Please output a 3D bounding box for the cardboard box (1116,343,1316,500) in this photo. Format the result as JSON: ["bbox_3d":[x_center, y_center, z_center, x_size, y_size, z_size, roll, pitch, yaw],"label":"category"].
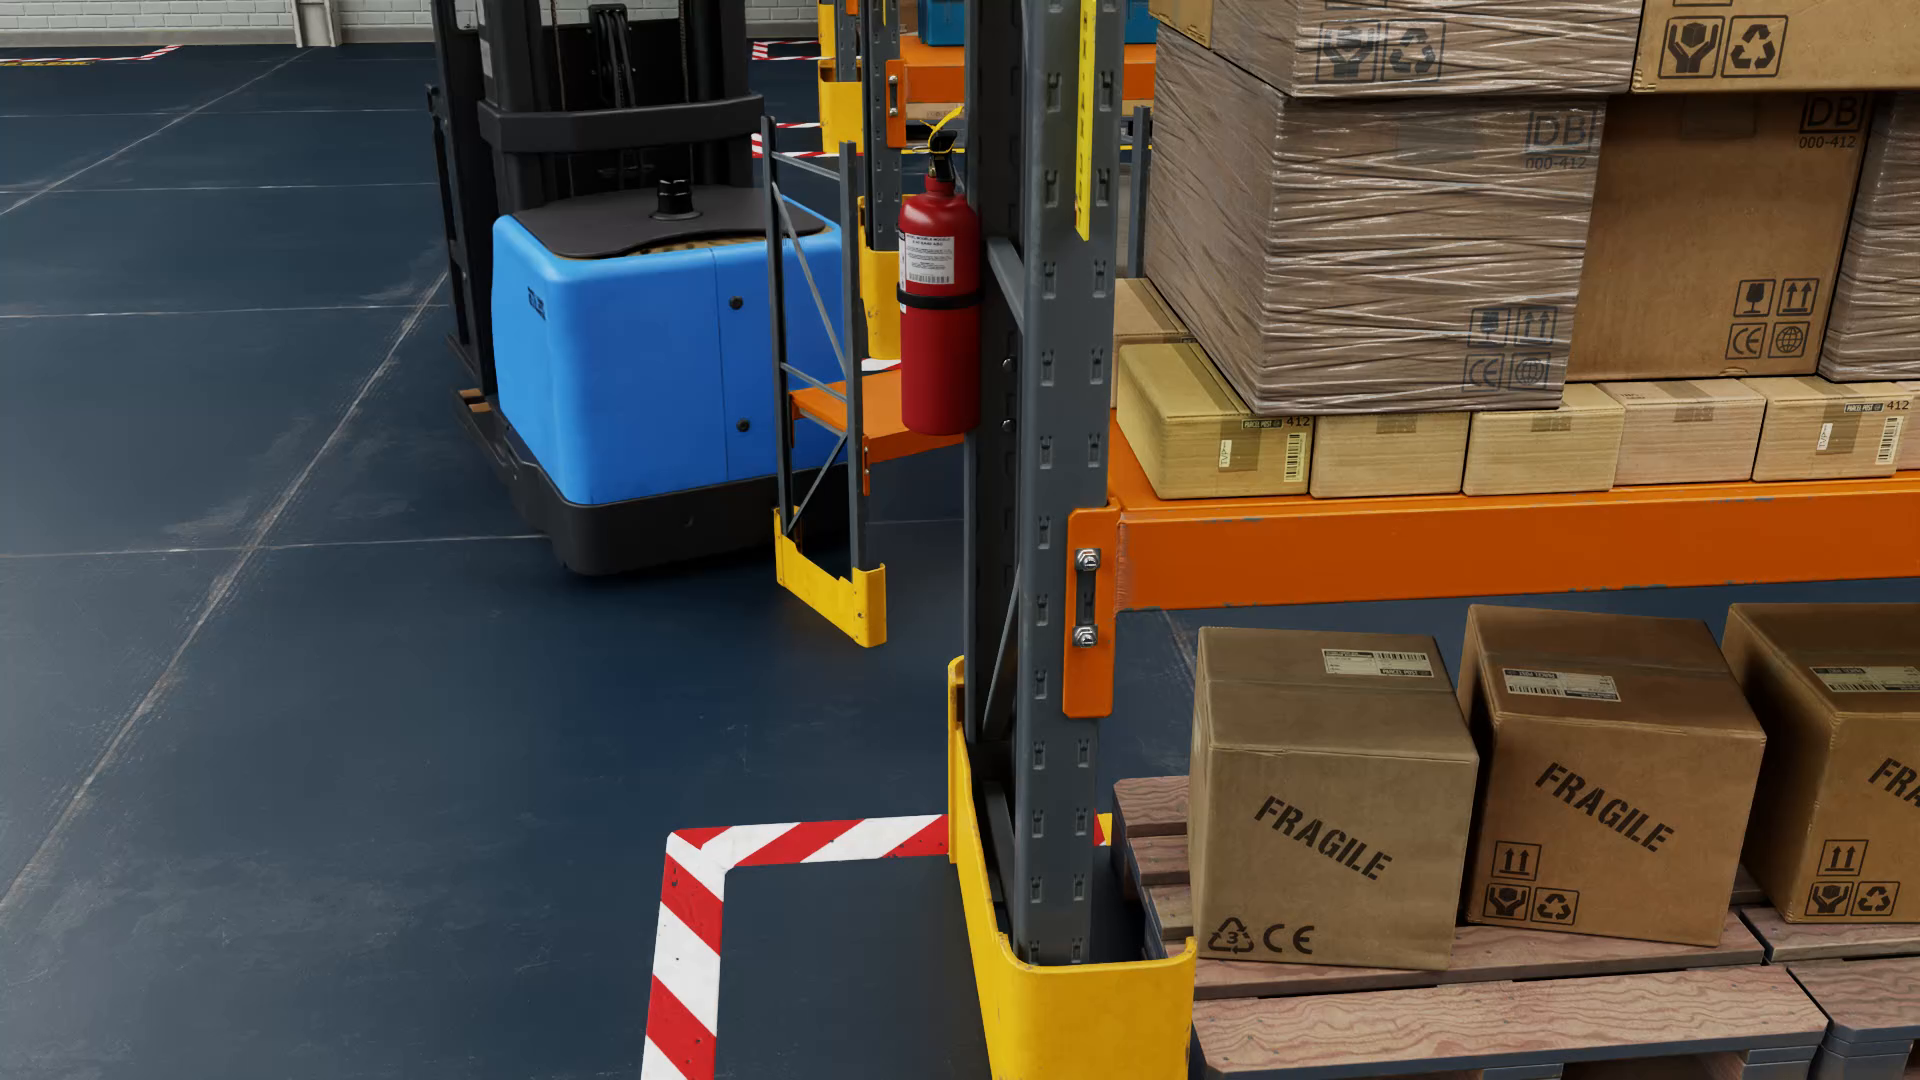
[{"bbox_3d":[0.427,-0.211,2.840,0.250,0.149,0.380,-2,24,-5],"label":"cardboard box"}]

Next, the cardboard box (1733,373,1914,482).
[{"bbox_3d":[1.424,-0.242,2.912,0.250,0.149,0.380,-2,24,-5],"label":"cardboard box"}]

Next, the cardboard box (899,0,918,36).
[{"bbox_3d":[-0.346,-3.835,12.629,0.500,0.500,0.500,-2,24,-5],"label":"cardboard box"}]

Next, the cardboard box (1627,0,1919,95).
[{"bbox_3d":[1.192,-0.978,2.537,0.500,0.500,0.500,-2,24,-5],"label":"cardboard box"}]

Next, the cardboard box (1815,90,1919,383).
[{"bbox_3d":[1.657,-0.674,3.084,0.500,0.500,0.875,-2,24,-5],"label":"cardboard box"}]

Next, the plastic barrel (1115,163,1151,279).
[{"bbox_3d":[0.779,-1.545,8.078,0.421,0.512,0.421,0,24,0],"label":"plastic barrel"}]

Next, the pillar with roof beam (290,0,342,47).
[{"bbox_3d":[-6.277,-7.556,11.671,0.400,9.000,9.100,-2,24,-5],"label":"pillar with roof beam"}]

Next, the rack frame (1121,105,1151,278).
[{"bbox_3d":[0.419,-0.690,5.455,0.032,1.500,0.500,-15,28,-30],"label":"rack frame"}]

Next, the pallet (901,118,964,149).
[{"bbox_3d":[-0.093,-3.188,12.663,1.213,0.211,1.003,-2,24,-5],"label":"pallet"}]

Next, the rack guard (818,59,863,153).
[{"bbox_3d":[-0.874,-3.272,12.495,0.348,0.500,1.175,-2,24,-5],"label":"rack guard"}]

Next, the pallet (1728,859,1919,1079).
[{"bbox_3d":[2.218,0.795,3.701,1.213,0.211,1.003,-2,24,-5],"label":"pallet"}]

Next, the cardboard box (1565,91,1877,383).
[{"bbox_3d":[1.155,-0.671,3.078,0.500,0.500,0.875,-2,24,-5],"label":"cardboard box"}]

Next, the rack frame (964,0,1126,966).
[{"bbox_3d":[0.120,-0.411,2.981,0.127,3.000,1.000,-2,24,-5],"label":"rack frame"}]

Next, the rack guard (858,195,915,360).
[{"bbox_3d":[-0.296,-1.292,8.042,0.348,0.500,1.175,-2,24,-5],"label":"rack guard"}]

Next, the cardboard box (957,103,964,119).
[{"bbox_3d":[0.202,-3.303,12.357,0.500,0.250,0.500,-2,24,-5],"label":"cardboard box"}]

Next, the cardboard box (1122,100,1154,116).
[{"bbox_3d":[1.198,-3.341,12.442,0.500,0.250,0.500,-2,24,-5],"label":"cardboard box"}]

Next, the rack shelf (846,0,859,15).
[{"bbox_3d":[1.140,-4.166,12.315,4.000,0.370,1.077,-2,24,-5],"label":"rack shelf"}]

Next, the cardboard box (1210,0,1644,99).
[{"bbox_3d":[0.694,-0.961,2.498,0.500,0.500,0.500,-2,24,-5],"label":"cardboard box"}]

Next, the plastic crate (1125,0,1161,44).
[{"bbox_3d":[0.748,-2.509,7.885,0.408,0.251,0.499,-2,24,-5],"label":"plastic crate"}]

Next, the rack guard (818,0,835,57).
[{"bbox_3d":[-1.265,-5.278,17.008,0.348,0.500,1.175,-2,24,-5],"label":"rack guard"}]

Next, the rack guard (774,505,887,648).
[{"bbox_3d":[-0.412,0.105,5.205,0.087,0.250,0.587,-15,28,-30],"label":"rack guard"}]

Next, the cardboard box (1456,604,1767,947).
[{"bbox_3d":[1.334,0.484,3.529,0.500,0.500,0.500,4,24,9],"label":"cardboard box"}]

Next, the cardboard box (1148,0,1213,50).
[{"bbox_3d":[0.643,-1.171,2.971,0.500,0.500,0.500,-2,24,-5],"label":"cardboard box"}]

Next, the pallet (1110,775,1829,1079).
[{"bbox_3d":[1.007,0.843,3.595,1.213,0.211,1.003,-2,24,-5],"label":"pallet"}]

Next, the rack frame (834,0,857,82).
[{"bbox_3d":[-0.850,-4.415,11.989,0.127,3.000,1.000,-2,24,-5],"label":"rack frame"}]

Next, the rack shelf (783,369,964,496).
[{"bbox_3d":[-0.004,-0.411,5.271,1.000,0.185,0.538,-15,28,-30],"label":"rack shelf"}]

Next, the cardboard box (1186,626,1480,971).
[{"bbox_3d":[0.743,0.522,3.444,0.500,0.500,0.500,2,24,5],"label":"cardboard box"}]

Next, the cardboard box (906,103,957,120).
[{"bbox_3d":[-0.295,-3.282,12.309,0.500,0.250,0.500,-2,24,-5],"label":"cardboard box"}]

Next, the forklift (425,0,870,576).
[{"bbox_3d":[-1.418,-1.790,6.168,1.130,2.935,3.031,-11,26,-24],"label":"forklift"}]

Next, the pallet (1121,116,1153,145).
[{"bbox_3d":[1.118,-3.236,12.769,1.213,0.211,1.003,-2,24,-5],"label":"pallet"}]

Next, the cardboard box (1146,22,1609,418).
[{"bbox_3d":[0.670,-0.603,2.924,0.500,0.500,0.875,-2,24,-5],"label":"cardboard box"}]

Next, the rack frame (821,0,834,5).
[{"bbox_3d":[-1.341,-6.417,16.494,0.127,3.000,1.000,-2,24,-5],"label":"rack frame"}]

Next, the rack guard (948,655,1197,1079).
[{"bbox_3d":[0.195,0.729,3.495,0.348,0.500,1.175,-2,24,-5],"label":"rack guard"}]

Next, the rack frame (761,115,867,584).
[{"bbox_3d":[-0.428,-0.461,4.941,0.032,1.500,0.500,-15,28,-30],"label":"rack frame"}]

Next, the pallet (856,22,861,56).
[{"bbox_3d":[-0.453,-5.164,17.108,1.213,0.211,1.003,-2,24,-5],"label":"pallet"}]

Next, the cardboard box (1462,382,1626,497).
[{"bbox_3d":[0.928,-0.217,2.854,0.250,0.149,0.380,-2,24,-5],"label":"cardboard box"}]

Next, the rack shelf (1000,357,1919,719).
[{"bbox_3d":[2.110,-0.162,3.306,4.000,0.370,1.077,-2,24,-5],"label":"rack shelf"}]

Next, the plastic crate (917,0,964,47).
[{"bbox_3d":[0.101,-2.486,7.832,0.616,0.251,0.499,-2,24,-5],"label":"plastic crate"}]

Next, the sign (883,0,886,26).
[{"bbox_3d":[-0.317,-2.316,6.928,0.005,0.325,0.100,-2,24,-5],"label":"sign"}]

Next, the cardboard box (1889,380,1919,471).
[{"bbox_3d":[1.670,-0.263,2.959,0.250,0.149,0.380,-2,24,-5],"label":"cardboard box"}]

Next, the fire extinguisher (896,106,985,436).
[{"bbox_3d":[-0.040,-0.557,3.405,0.183,0.674,0.296,-2,24,-5],"label":"fire extinguisher"}]

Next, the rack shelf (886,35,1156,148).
[{"bbox_3d":[1.623,-2.164,7.810,4.000,0.370,1.077,-2,24,-5],"label":"rack shelf"}]

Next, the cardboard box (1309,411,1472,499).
[{"bbox_3d":[0.677,-0.213,2.845,0.250,0.149,0.380,-2,24,-5],"label":"cardboard box"}]

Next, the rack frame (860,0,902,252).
[{"bbox_3d":[-0.367,-2.413,7.485,0.127,3.000,1.000,-2,24,-5],"label":"rack frame"}]

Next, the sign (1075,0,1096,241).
[{"bbox_3d":[0.173,-0.587,2.311,0.005,0.325,0.100,-2,24,-5],"label":"sign"}]

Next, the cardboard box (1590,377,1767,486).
[{"bbox_3d":[1.174,-0.235,2.896,0.250,0.149,0.380,-2,24,-5],"label":"cardboard box"}]

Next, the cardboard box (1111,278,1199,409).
[{"bbox_3d":[0.383,-0.391,3.245,0.250,0.149,0.380,-2,24,-5],"label":"cardboard box"}]

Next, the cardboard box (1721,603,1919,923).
[{"bbox_3d":[1.959,0.467,3.568,0.500,0.500,0.500,0,24,0],"label":"cardboard box"}]

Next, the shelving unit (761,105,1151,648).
[{"bbox_3d":[0.003,-0.578,5.203,1.083,1.500,0.587,-15,28,-30],"label":"shelving unit"}]
